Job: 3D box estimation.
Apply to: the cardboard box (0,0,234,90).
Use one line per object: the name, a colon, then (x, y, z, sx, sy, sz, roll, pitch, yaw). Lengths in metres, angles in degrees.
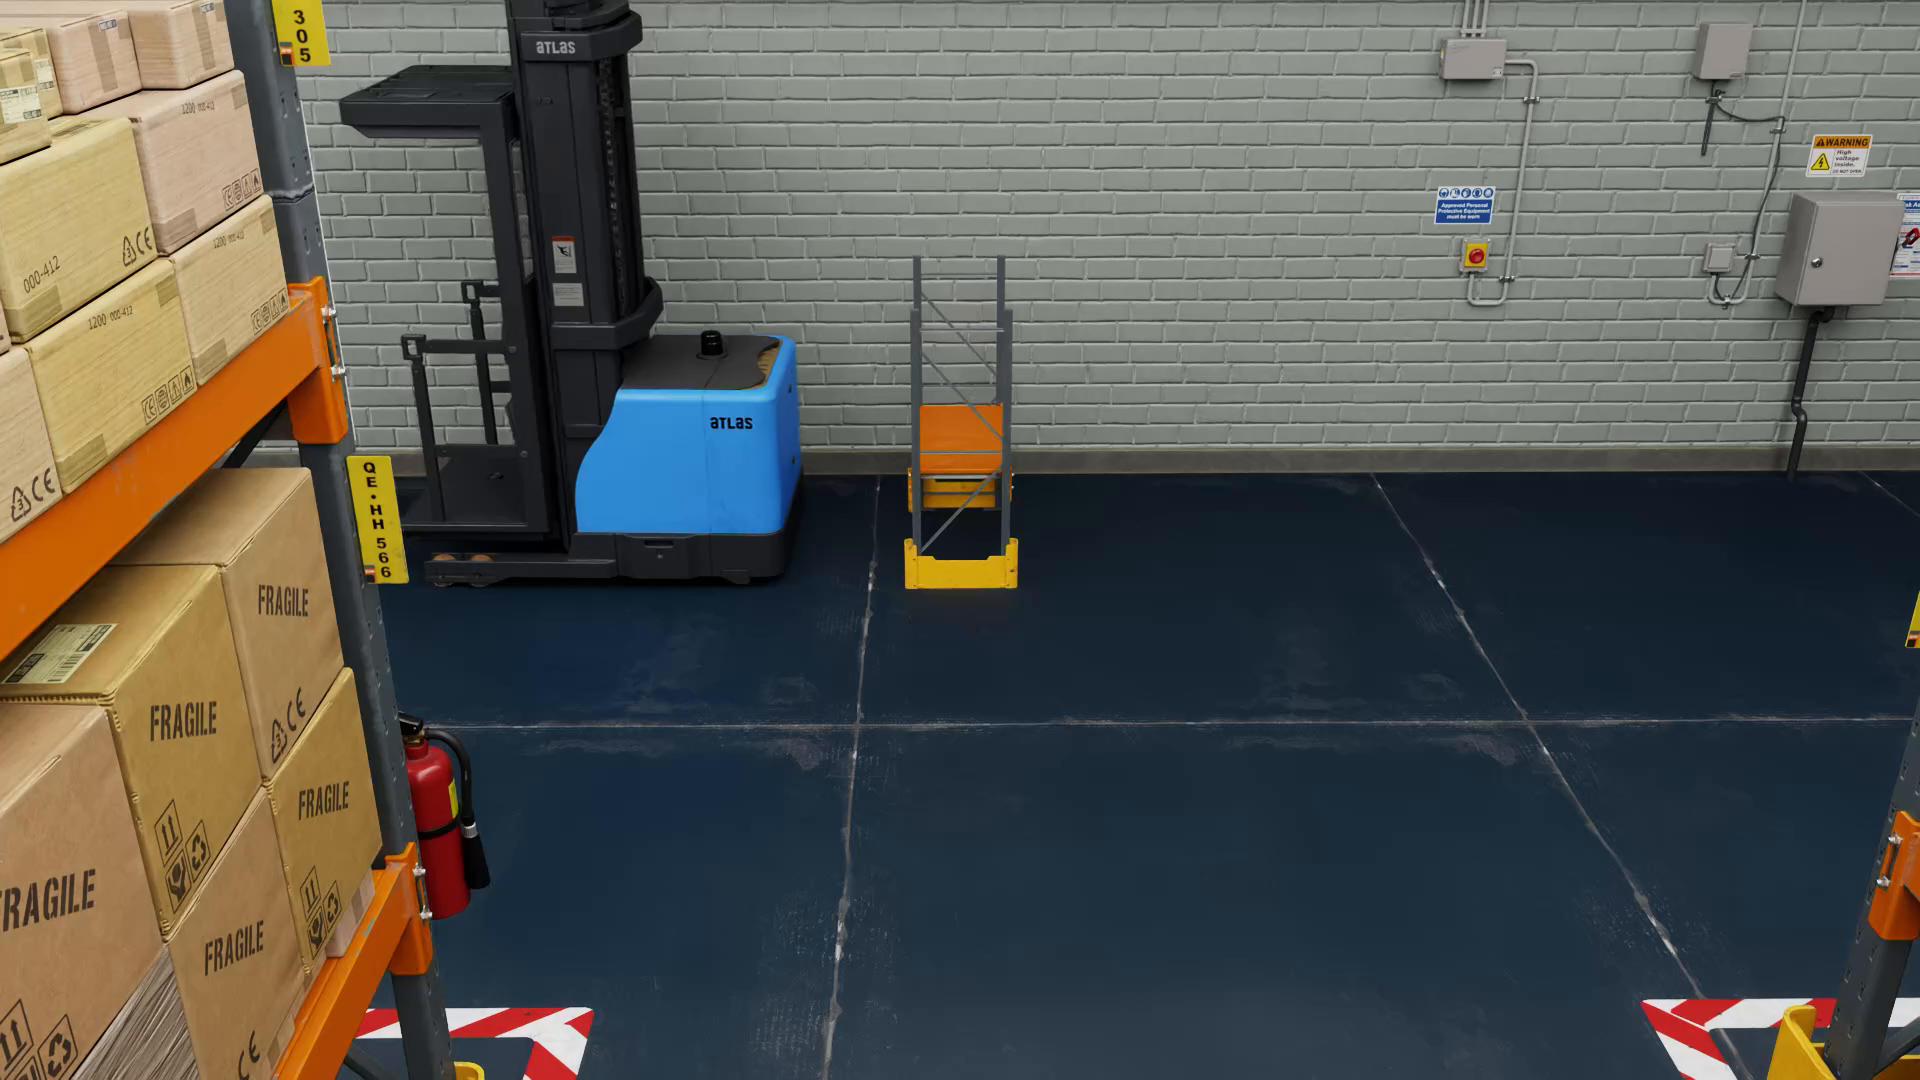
cardboard box: (-1.630, -0.952, 3.166, 0.380, 0.149, 0.250, 0, 24, -1)

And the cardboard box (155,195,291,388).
cardboard box: (-1.657, -0.492, 3.239, 0.500, 0.250, 0.500, -1, 24, -2)

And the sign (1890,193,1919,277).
sign: (5.531, -1.760, 9.618, 0.329, 0.494, 0.001, 0, 24, -1)

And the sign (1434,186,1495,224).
sign: (2.888, -1.915, 9.516, 0.327, 0.218, 0.001, 0, 24, -1)

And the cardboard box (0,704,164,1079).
cardboard box: (-1.653, 0.594, 2.600, 0.500, 0.500, 0.500, 1, 24, 2)

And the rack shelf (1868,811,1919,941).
rack shelf: (3.043, 1.709, 2.705, 1.077, 0.370, 4.000, 0, 24, -1)

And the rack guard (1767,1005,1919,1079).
rack guard: (3.021, 1.686, 4.916, 1.175, 0.500, 0.348, 0, 24, -1)

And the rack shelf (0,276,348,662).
rack shelf: (-1.905, 0.406, 1.946, 1.077, 0.370, 4.000, 0, 24, -1)

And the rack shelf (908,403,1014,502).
rack shelf: (0.001, -0.484, 8.937, 0.538, 0.185, 1.000, 0, 24, -1)

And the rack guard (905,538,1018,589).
rack guard: (0.006, 0.123, 8.675, 0.587, 0.250, 0.087, 0, 24, -1)

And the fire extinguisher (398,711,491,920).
fire extinguisher: (-1.468, 0.720, 4.565, 0.296, 0.674, 0.183, 0, 24, -1)

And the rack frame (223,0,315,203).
rack frame: (-1.927, -2.113, 3.002, 1.000, 3.000, 0.127, 0, 24, -1)

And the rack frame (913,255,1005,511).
rack frame: (-0.005, -0.858, 9.326, 0.500, 1.500, 0.032, 0, 24, -1)

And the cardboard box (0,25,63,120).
cardboard box: (-1.721, -0.744, 2.706, 0.380, 0.149, 0.250, -1, 24, -2)

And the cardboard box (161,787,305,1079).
cardboard box: (-1.664, 0.836, 3.280, 0.500, 0.500, 0.500, -1, 24, -1)

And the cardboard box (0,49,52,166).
cardboard box: (-1.610, -0.635, 2.467, 0.380, 0.149, 0.250, 0, 24, 0)

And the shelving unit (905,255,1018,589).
shelving unit: (0.001, -0.652, 8.871, 0.587, 1.500, 1.083, 0, 24, -1)

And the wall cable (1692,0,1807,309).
wall cable: (4.355, -2.241, 9.332, 0.588, 1.984, 0.122, 0, 24, -1)

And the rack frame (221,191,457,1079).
rack frame: (-1.927, 0.621, 4.238, 1.000, 3.000, 0.127, 0, 24, -1)

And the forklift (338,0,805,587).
forklift: (-2.412, -1.306, 8.581, 3.031, 2.935, 1.130, 1, 24, 1)

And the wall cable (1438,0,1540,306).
wall cable: (2.937, -2.244, 9.301, 0.585, 1.953, 0.123, 0, 24, -1)

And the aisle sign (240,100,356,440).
aisle sign: (-1.628, -0.595, 3.772, 0.394, 0.787, 0.004, 0, 24, -1)

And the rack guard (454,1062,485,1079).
rack guard: (-1.926, 1.791, 4.684, 1.175, 0.500, 0.348, 0, 24, -1)

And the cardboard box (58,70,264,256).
cardboard box: (-1.668, -0.717, 3.131, 0.500, 0.250, 0.500, -1, 24, -2)

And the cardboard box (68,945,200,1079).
cardboard box: (-1.649, 1.045, 2.818, 0.500, 0.500, 0.500, 0, 24, 0)

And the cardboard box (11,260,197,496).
cardboard box: (-1.645, -0.281, 2.774, 0.500, 0.250, 0.500, 0, 24, 0)

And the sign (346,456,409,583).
sign: (-1.372, -0.045, 3.922, 0.100, 0.325, 0.005, 0, 24, -1)

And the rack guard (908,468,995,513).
rack guard: (-0.005, -0.288, 9.583, 0.587, 0.250, 0.087, 0, 24, -1)

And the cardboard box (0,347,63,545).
cardboard box: (-1.653, -0.077, 2.322, 0.500, 0.250, 0.500, 1, 24, 2)

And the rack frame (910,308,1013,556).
rack frame: (0.006, -0.439, 8.400, 0.500, 1.500, 0.032, 0, 24, -1)

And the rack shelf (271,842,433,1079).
rack shelf: (-1.905, 1.772, 2.564, 1.077, 0.370, 4.000, 0, 24, -1)

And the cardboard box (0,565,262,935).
cardboard box: (-1.668, 0.380, 3.074, 0.500, 0.500, 0.500, -1, 24, -2)

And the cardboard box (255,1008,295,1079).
cardboard box: (-1.658, 1.074, 3.540, 0.380, 0.149, 0.250, 0, 24, -1)

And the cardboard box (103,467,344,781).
cardboard box: (-1.673, 0.171, 3.536, 0.500, 0.500, 0.500, -1, 24, -2)

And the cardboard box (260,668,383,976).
cardboard box: (-1.665, 0.623, 3.749, 0.500, 0.500, 0.500, 0, 24, 1)

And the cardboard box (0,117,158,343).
cardboard box: (-1.661, -0.506, 2.665, 0.500, 0.250, 0.500, -1, 24, -2)

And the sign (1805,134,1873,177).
sign: (4.981, -2.177, 9.422, 0.339, 0.242, 0.001, 0, 24, -1)

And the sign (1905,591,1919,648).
sign: (2.467, 0.126, 4.184, 0.100, 0.325, 0.005, 0, 24, -1)

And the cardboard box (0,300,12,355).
cardboard box: (-1.658, -0.295, 2.198, 0.500, 0.250, 0.500, 0, 24, 0)

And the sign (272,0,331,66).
sign: (-1.372, -1.144, 3.425, 0.100, 0.325, 0.005, 0, 24, -1)

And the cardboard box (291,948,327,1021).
cardboard box: (-1.676, 0.971, 3.769, 0.380, 0.149, 0.250, 0, 24, -1)

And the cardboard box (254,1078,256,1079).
cardboard box: (-1.632, 1.179, 3.308, 0.380, 0.149, 0.250, 0, 24, 1)

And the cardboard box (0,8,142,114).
cardboard box: (-1.703, -0.850, 2.940, 0.380, 0.149, 0.250, 0, 24, 0)

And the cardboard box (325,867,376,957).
cardboard box: (-1.641, 0.868, 3.996, 0.380, 0.149, 0.250, 0, 24, 0)

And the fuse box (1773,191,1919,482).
fuse box: (5.039, -1.129, 9.670, 0.539, 1.711, 0.414, 0, 24, -1)
